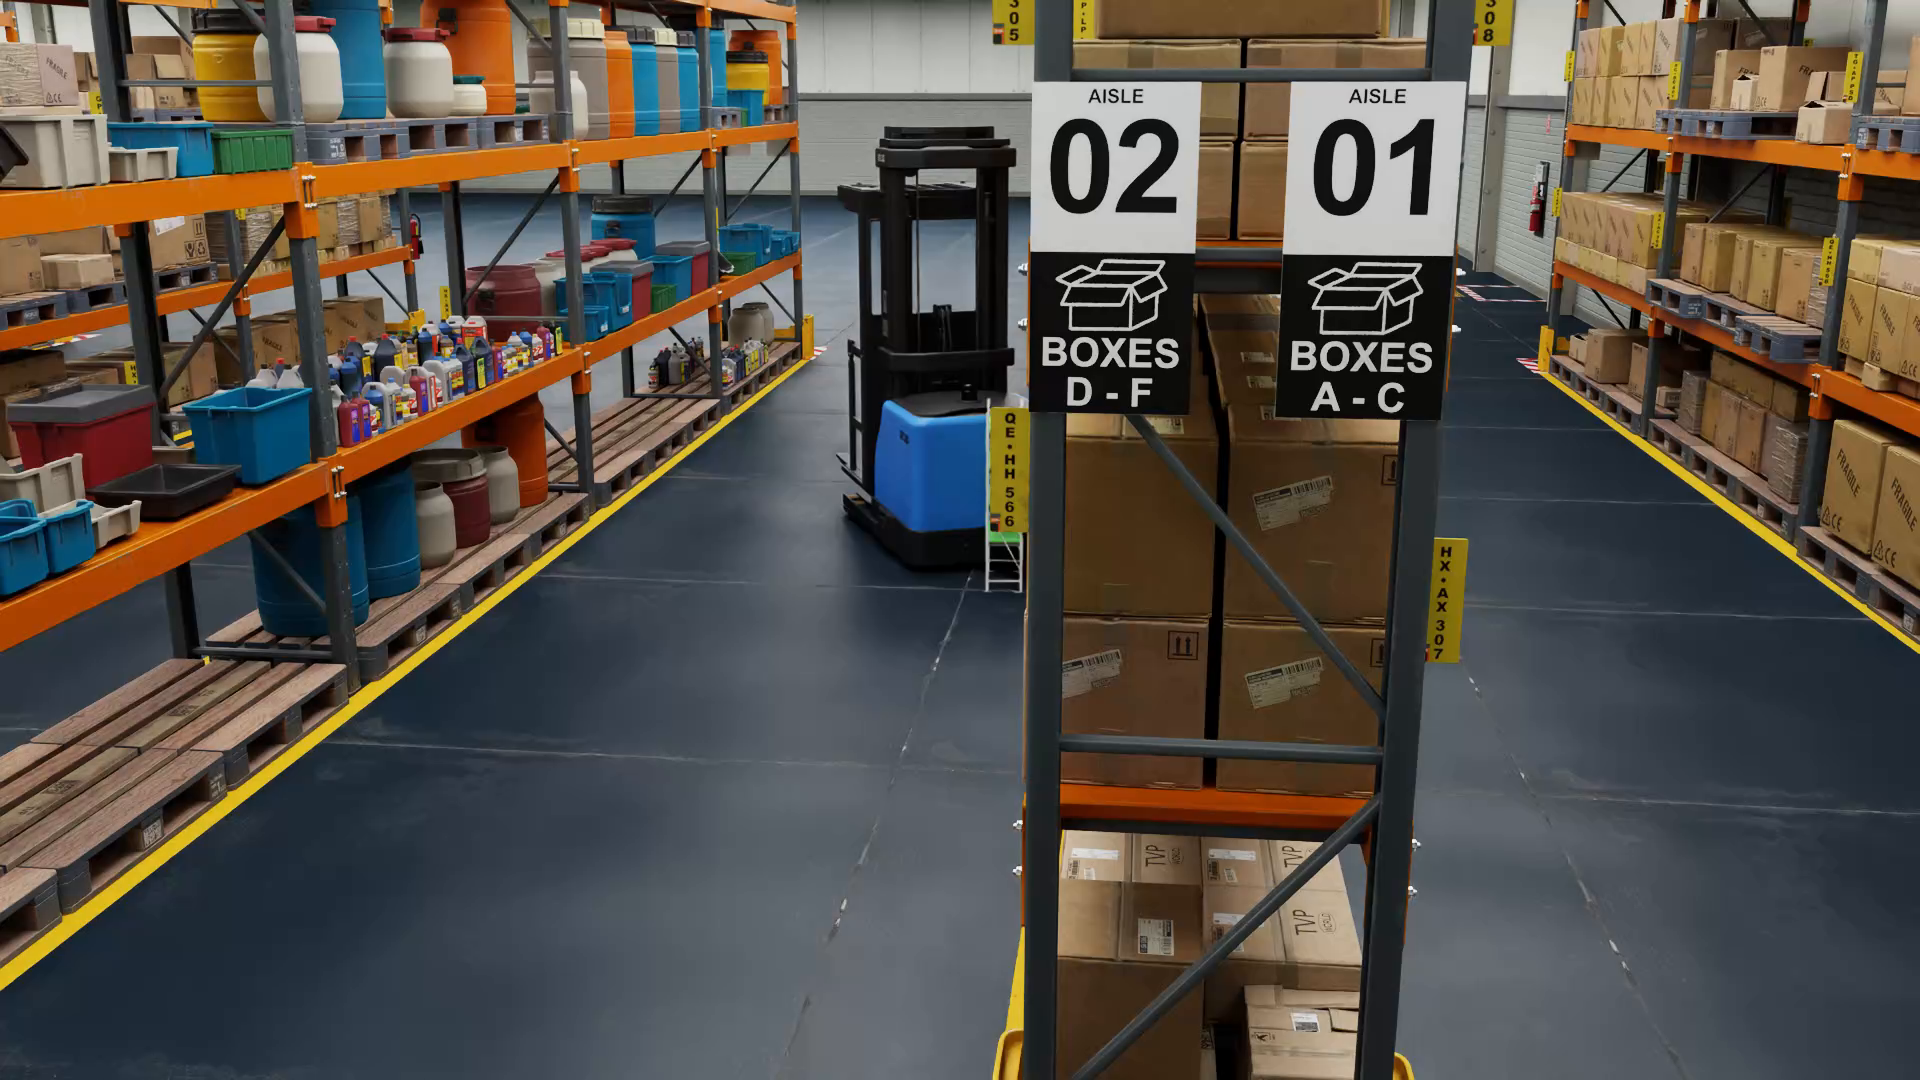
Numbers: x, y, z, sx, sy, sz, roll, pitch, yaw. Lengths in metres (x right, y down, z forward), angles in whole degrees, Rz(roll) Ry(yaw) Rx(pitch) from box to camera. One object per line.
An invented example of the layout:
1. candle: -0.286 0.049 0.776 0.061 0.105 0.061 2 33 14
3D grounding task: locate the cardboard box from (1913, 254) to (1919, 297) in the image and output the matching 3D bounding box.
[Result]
1. cardboard box: 6.083 -1.559 9.943 0.500 0.250 0.500 2 15 7

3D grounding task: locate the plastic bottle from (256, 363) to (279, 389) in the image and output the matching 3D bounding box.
1. plastic bottle: -4.014 -0.853 9.664 0.144 0.351 0.185 2 15 6

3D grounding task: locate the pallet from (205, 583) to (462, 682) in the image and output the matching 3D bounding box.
1. pallet: -3.664 0.518 9.840 1.003 0.211 1.213 2 15 6

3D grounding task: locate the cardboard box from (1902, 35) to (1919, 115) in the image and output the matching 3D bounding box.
1. cardboard box: 6.506 -2.958 10.574 0.700 0.500 0.500 1 15 2

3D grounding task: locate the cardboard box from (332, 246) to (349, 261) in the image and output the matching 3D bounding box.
1. cardboard box: -7.252 -3.294 19.077 0.380 0.149 0.250 2 15 6

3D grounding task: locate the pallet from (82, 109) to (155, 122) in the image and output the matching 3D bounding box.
1. pallet: -8.101 -3.781 15.011 1.213 0.211 1.003 2 15 6

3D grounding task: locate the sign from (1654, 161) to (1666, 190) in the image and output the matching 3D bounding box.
1. sign: 7.955 -4.139 18.899 0.100 0.325 0.005 2 15 6

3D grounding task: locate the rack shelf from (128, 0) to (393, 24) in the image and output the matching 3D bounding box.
1. rack shelf: -7.585 -5.915 18.183 1.077 0.370 4.000 2 15 6

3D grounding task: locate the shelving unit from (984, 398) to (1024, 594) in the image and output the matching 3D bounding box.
1. shelving unit: 0.294 -0.295 10.956 0.258 1.200 0.503 0 15 1

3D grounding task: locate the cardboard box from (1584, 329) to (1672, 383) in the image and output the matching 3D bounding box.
1. cardboard box: 7.041 -1.941 17.542 0.700 0.500 0.500 1 15 3

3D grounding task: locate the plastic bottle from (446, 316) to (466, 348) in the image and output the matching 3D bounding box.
1. plastic bottle: -3.711 -1.504 12.214 0.152 0.276 0.135 2 15 6

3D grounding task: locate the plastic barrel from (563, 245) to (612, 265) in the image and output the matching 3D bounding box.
1. plastic barrel: -3.298 -2.337 14.799 0.433 0.535 0.433 0 15 0

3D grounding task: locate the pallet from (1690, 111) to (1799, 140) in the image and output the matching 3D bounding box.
1. pallet: 6.665 -3.343 13.392 1.213 0.211 1.003 2 15 6

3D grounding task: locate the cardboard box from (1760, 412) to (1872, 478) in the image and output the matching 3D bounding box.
1. cardboard box: 6.706 -0.699 12.945 0.700 0.500 0.500 2 15 6

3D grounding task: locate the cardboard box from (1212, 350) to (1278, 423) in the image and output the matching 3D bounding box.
1. cardboard box: 1.102 -0.348 5.596 0.500 0.500 0.500 2 15 7

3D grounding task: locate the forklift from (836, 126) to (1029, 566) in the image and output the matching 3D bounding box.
1. forklift: -0.267 -1.578 12.383 1.130 2.935 3.031 -5 16 -17

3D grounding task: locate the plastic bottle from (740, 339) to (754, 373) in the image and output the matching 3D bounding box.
1. plastic bottle: -2.317 -1.994 18.020 0.144 0.351 0.185 2 15 6

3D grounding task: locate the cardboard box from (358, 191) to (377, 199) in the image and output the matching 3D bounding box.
1. cardboard box: -7.227 -4.282 19.573 0.500 0.500 0.500 2 15 6

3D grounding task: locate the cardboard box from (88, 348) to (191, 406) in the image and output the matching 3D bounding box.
1. cardboard box: -7.974 -1.573 16.180 0.700 0.500 0.500 2 15 6

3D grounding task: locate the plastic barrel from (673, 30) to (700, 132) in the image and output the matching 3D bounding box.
1. plastic barrel: -2.732 -4.255 15.446 0.600 0.901 0.708 2 15 6

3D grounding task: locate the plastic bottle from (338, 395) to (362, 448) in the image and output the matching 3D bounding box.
1. plastic bottle: -3.327 -0.655 9.061 0.061 0.283 0.133 2 15 6

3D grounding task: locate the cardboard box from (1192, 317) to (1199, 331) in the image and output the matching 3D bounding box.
1. cardboard box: 0.680 -0.632 6.645 0.500 0.500 0.500 1 15 5

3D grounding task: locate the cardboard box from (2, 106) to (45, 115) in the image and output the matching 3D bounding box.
1. cardboard box: -7.898 -3.435 13.660 0.500 0.250 0.500 2 15 8

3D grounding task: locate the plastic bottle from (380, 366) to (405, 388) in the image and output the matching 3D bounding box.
1. plastic bottle: -3.408 -0.922 10.064 0.152 0.276 0.135 2 15 6

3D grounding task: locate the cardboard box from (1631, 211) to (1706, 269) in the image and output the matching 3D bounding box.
1. cardboard box: 6.700 -2.843 15.741 0.500 0.500 0.500 2 15 6

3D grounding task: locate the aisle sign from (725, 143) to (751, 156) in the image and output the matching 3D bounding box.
1. aisle sign: -2.721 -5.023 20.012 0.394 0.787 0.004 2 15 6

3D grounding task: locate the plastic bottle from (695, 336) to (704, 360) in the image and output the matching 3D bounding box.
1. plastic bottle: -2.953 -2.175 18.844 0.097 0.271 0.097 0 15 0

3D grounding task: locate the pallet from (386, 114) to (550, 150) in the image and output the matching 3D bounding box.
1. pallet: -3.525 -2.827 11.487 1.003 0.211 1.213 2 15 6

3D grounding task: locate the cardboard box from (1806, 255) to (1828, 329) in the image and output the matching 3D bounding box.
1. cardboard box: 6.546 -1.757 11.880 0.700 0.500 0.500 0 15 0

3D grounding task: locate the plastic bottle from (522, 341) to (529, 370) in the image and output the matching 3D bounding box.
1. plastic bottle: -3.053 -1.288 11.559 0.097 0.201 0.097 0 15 0

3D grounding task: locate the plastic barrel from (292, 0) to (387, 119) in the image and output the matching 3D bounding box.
1. plastic barrel: -3.752 -2.969 9.883 0.600 0.901 0.708 2 15 6

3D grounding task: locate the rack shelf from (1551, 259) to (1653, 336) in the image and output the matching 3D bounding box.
1. rack shelf: 7.180 -2.583 17.347 1.077 0.370 4.000 2 15 6

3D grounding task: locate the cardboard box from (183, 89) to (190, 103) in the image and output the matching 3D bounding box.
1. cardboard box: -8.062 -4.510 16.873 0.380 0.149 0.250 2 15 8

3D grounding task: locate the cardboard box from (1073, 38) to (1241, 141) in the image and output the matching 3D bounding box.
1. cardboard box: 0.482 -1.202 4.444 0.500 0.250 0.500 2 15 6

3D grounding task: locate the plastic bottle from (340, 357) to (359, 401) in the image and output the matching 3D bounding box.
1. plastic bottle: -3.804 -1.000 10.361 0.097 0.271 0.097 0 15 0

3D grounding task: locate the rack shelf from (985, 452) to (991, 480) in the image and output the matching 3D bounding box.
1. rack shelf: 0.294 -0.465 10.910 0.258 0.148 0.480 0 15 1

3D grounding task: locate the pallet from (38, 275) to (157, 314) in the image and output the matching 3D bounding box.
1. pallet: -8.080 -2.234 15.045 1.003 0.211 1.213 2 15 6

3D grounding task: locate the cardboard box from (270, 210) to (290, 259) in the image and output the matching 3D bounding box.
1. cardboard box: -7.607 -3.285 17.802 0.875 0.500 0.500 2 15 6

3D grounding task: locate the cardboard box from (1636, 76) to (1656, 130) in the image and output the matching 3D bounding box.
1. cardboard box: 6.835 -4.187 15.923 0.500 0.500 0.500 0 15 2

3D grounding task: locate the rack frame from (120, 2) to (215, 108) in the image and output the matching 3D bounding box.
1. rack frame: -7.811 -5.745 16.170 1.000 3.000 0.127 2 15 6

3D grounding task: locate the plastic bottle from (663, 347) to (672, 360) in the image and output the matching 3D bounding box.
1. plastic bottle: -3.082 -1.863 17.536 0.144 0.351 0.185 1 15 3

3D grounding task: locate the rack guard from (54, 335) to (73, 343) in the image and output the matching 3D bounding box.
1. rack guard: -12.274 -2.859 21.777 1.175 0.500 0.348 2 15 6

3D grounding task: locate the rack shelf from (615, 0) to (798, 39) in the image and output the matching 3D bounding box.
1. rack shelf: -2.664 -5.578 17.695 1.077 0.370 4.000 2 15 6

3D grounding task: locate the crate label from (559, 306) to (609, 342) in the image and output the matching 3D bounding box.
1. crate label: -2.921 -1.684 12.962 0.303 0.233 0.416 2 15 6

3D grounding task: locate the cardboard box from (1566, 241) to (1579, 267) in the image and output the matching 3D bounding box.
1. cardboard box: 6.990 -3.134 18.255 0.500 0.250 0.500 1 15 5

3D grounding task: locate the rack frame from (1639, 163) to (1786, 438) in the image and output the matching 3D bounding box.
1. rack frame: 6.954 -2.412 15.335 1.000 3.000 0.127 2 15 6

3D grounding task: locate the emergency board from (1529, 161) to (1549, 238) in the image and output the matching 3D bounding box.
1. emergency board: 9.180 -5.438 26.527 0.194 1.169 0.643 2 15 6

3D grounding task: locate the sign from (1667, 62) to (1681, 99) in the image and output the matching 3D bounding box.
1. sign: 6.414 -4.123 14.928 0.100 0.325 0.005 2 15 6

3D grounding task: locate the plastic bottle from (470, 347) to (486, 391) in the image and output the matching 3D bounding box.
1. plastic bottle: -3.128 -1.113 10.757 0.061 0.283 0.133 2 15 6

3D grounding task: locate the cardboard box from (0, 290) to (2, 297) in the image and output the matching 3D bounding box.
1. cardboard box: -8.241 -2.204 13.571 0.500 0.500 0.500 0 15 -1

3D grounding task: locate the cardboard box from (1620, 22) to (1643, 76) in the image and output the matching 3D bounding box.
1. cardboard box: 6.841 -4.817 16.336 0.500 0.500 0.500 1 15 4

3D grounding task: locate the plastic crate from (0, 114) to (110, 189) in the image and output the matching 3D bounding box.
1. plastic crate: -3.687 -1.548 6.620 0.437 0.282 0.530 2 15 6

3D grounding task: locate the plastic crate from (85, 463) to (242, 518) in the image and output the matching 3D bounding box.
1. plastic crate: -3.652 -0.227 7.666 0.437 0.125 0.590 2 15 6

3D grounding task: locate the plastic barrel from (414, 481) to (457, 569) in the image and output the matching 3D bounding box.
1. plastic barrel: -3.482 -0.099 10.742 0.421 0.512 0.421 0 15 0
